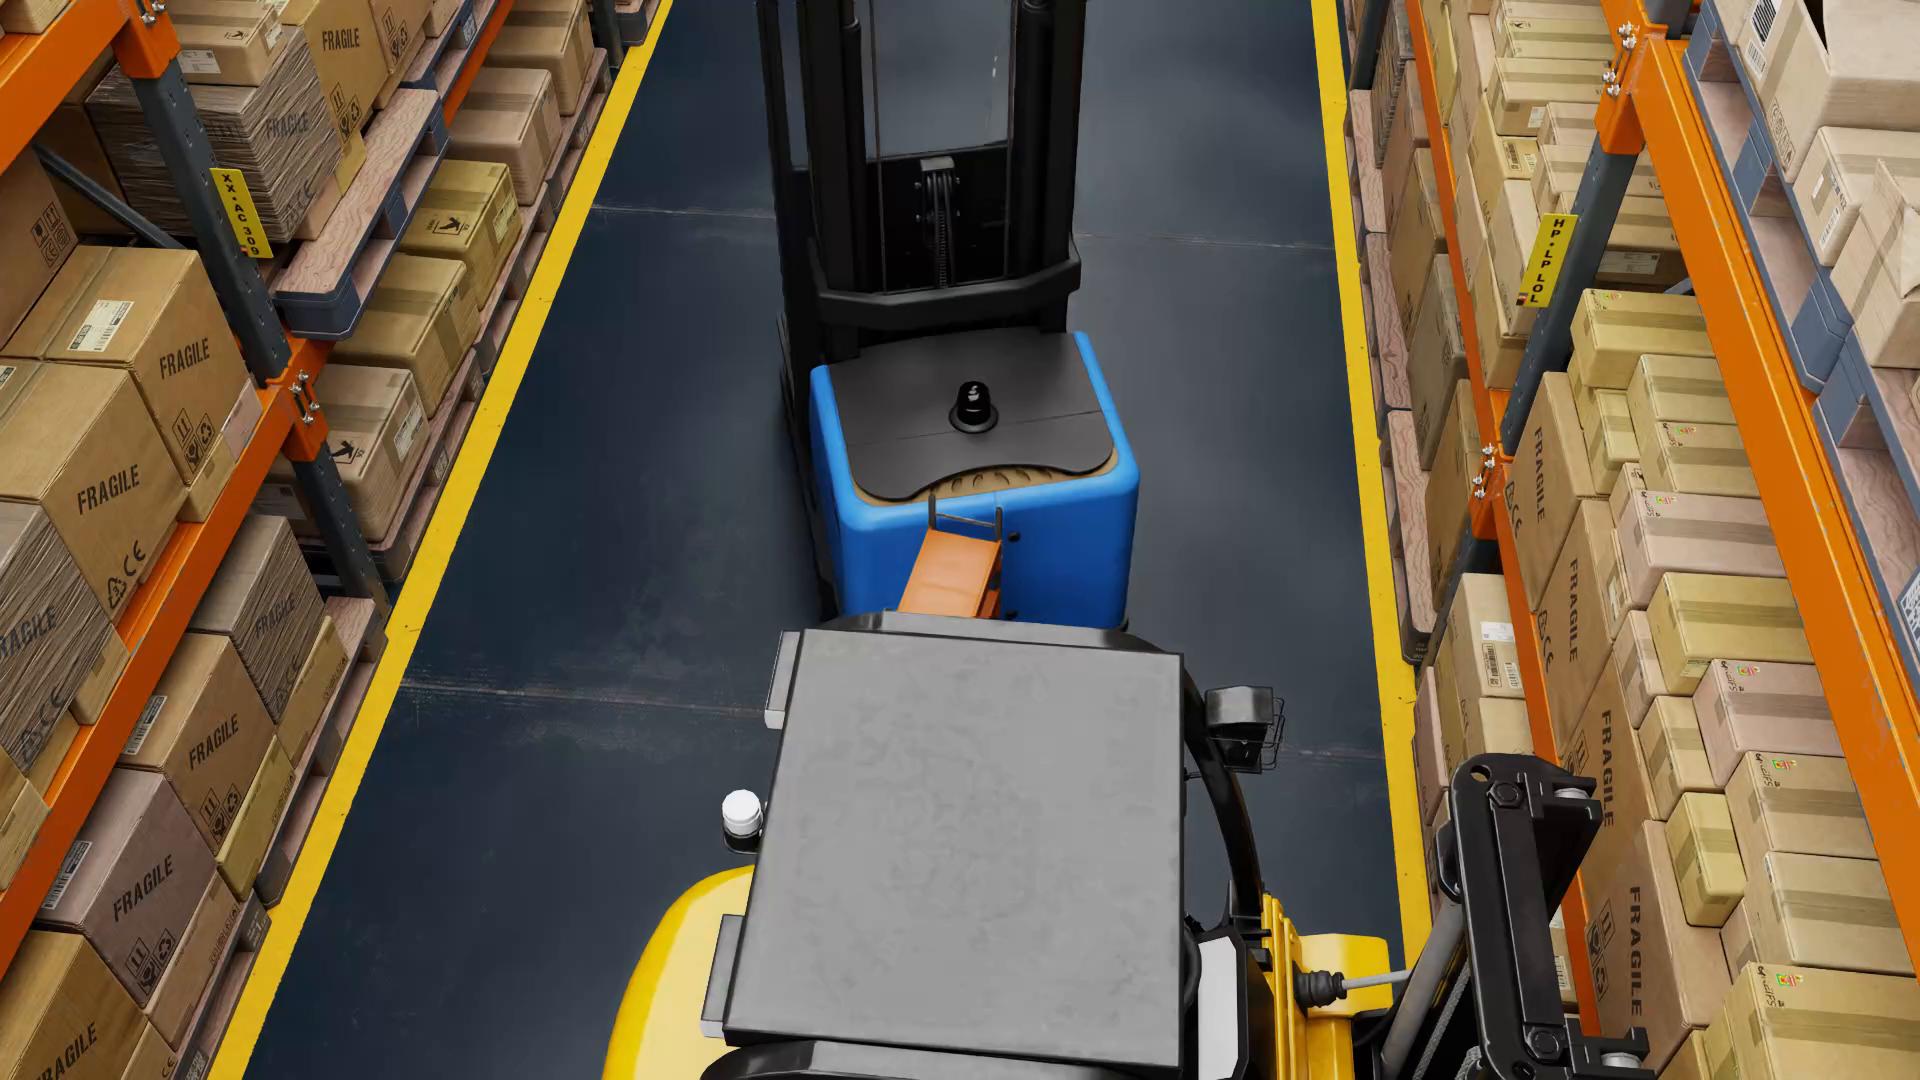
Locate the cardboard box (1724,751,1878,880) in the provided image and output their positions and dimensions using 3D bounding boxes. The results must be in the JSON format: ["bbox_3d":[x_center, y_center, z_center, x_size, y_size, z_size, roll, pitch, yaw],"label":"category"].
[{"bbox_3d":[1.846,0.598,3.487,0.380,0.149,0.250,4,48,4],"label":"cardboard box"}]

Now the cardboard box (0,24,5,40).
[{"bbox_3d":[-2.565,-1.227,4.002,0.380,0.149,0.250,4,48,4],"label":"cardboard box"}]

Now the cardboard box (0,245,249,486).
[{"bbox_3d":[-2.523,-0.522,4.951,0.500,0.500,0.500,3,48,3],"label":"cardboard box"}]

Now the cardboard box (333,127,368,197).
[{"bbox_3d":[-2.333,-1.356,5.869,0.380,0.149,0.250,5,48,4],"label":"cardboard box"}]

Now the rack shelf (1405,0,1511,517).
[{"bbox_3d":[2.396,-1.627,6.718,1.077,0.370,4.000,4,48,4],"label":"rack shelf"}]

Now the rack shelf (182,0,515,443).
[{"bbox_3d":[-2.548,-1.958,7.021,1.077,0.370,4.000,4,48,4],"label":"rack shelf"}]

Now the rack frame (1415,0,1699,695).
[{"bbox_3d":[2.214,-0.400,5.109,1.000,3.000,0.127,4,48,4],"label":"rack frame"}]

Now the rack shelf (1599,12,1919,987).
[{"bbox_3d":[2.031,0.300,2.923,1.077,0.370,4.000,4,48,4],"label":"rack shelf"}]

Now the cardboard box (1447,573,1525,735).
[{"bbox_3d":[1.857,0.383,5.294,0.500,0.250,0.500,3,48,3],"label":"cardboard box"}]

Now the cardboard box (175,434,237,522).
[{"bbox_3d":[-2.471,-0.206,5.101,0.380,0.149,0.250,5,48,4],"label":"cardboard box"}]

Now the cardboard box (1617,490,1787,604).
[{"bbox_3d":[1.815,0.030,4.007,0.380,0.149,0.250,5,48,4],"label":"cardboard box"}]

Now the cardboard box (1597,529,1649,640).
[{"bbox_3d":[1.808,0.124,4.122,0.380,0.149,0.250,5,48,4],"label":"cardboard box"}]

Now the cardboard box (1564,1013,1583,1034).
[{"bbox_3d":[1.711,1.510,4.263,0.500,0.250,0.500,3,48,3],"label":"cardboard box"}]

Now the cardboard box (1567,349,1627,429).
[{"bbox_3d":[1.923,-0.436,4.635,0.380,0.149,0.250,3,48,3],"label":"cardboard box"}]

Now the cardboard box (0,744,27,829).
[{"bbox_3d":[-2.648,0.615,3.911,0.500,0.500,0.500,3,48,3],"label":"cardboard box"}]

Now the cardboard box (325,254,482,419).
[{"bbox_3d":[-2.622,-0.900,7.062,0.950,0.372,0.625,7,48,6],"label":"cardboard box"}]

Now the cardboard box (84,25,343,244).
[{"bbox_3d":[-2.401,-1.332,5.407,0.500,0.500,0.500,5,48,4],"label":"cardboard box"}]

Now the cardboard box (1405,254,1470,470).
[{"bbox_3d":[2.328,-0.694,6.703,0.875,0.625,0.625,3,48,3],"label":"cardboard box"}]

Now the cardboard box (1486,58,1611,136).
[{"bbox_3d":[1.996,-1.488,5.597,0.380,0.149,0.250,3,48,2],"label":"cardboard box"}]

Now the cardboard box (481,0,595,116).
[{"bbox_3d":[-2.427,-2.511,8.536,0.950,0.372,0.625,1,48,1],"label":"cardboard box"}]

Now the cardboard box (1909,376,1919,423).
[{"bbox_3d":[1.931,-0.198,2.469,0.797,0.503,0.637,5,48,5],"label":"cardboard box"}]

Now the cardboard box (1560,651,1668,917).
[{"bbox_3d":[1.837,0.631,4.098,0.500,0.500,0.500,3,48,3],"label":"cardboard box"}]

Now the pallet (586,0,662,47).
[{"bbox_3d":[-2.218,-3.303,9.654,1.003,0.211,1.213,4,48,4],"label":"pallet"}]

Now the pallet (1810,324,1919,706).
[{"bbox_3d":[2.048,0.140,2.642,1.003,0.211,1.213,4,48,4],"label":"pallet"}]

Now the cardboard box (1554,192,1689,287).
[{"bbox_3d":[2.024,-0.918,5.076,0.380,0.149,0.250,5,48,5],"label":"cardboard box"}]

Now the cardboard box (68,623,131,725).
[{"bbox_3d":[-2.545,0.357,4.586,0.380,0.149,0.250,3,48,3],"label":"cardboard box"}]

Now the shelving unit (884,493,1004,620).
[{"bbox_3d":[-0.046,0.459,5.543,0.258,1.200,0.503,11,49,10],"label":"shelving unit"}]

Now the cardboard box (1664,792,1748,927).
[{"bbox_3d":[1.762,0.699,3.597,0.380,0.149,0.250,3,48,3],"label":"cardboard box"}]

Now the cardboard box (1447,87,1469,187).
[{"bbox_3d":[2.115,-1.470,6.189,0.500,0.250,0.500,4,48,4],"label":"cardboard box"}]

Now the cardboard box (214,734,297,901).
[{"bbox_3d":[-2.555,0.900,5.499,0.500,0.250,0.500,3,48,2],"label":"cardboard box"}]

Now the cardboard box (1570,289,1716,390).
[{"bbox_3d":[1.889,-0.539,4.527,0.380,0.149,0.250,5,48,4],"label":"cardboard box"}]

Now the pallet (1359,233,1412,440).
[{"bbox_3d":[2.350,-0.902,7.458,1.003,0.211,1.213,4,48,4],"label":"pallet"}]

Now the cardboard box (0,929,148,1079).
[{"bbox_3d":[-2.647,1.397,4.536,0.500,0.500,0.500,5,48,4],"label":"cardboard box"}]

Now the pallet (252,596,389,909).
[{"bbox_3d":[-2.756,0.706,5.987,1.003,0.211,1.213,4,48,4],"label":"pallet"}]

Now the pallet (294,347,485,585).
[{"bbox_3d":[-2.660,-0.362,6.964,1.003,0.211,1.213,4,48,4],"label":"pallet"}]

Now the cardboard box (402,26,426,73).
[{"bbox_3d":[-2.294,-1.937,6.400,0.380,0.149,0.250,4,48,4],"label":"cardboard box"}]

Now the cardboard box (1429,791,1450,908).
[{"bbox_3d":[1.809,1.094,5.321,0.500,0.250,0.500,3,48,3],"label":"cardboard box"}]

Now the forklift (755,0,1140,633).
[{"bbox_3d":[-0.173,-1.470,6.134,1.130,2.935,3.031,-8,48,-8],"label":"forklift"}]

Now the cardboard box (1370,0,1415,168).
[{"bbox_3d":[2.508,-2.222,8.100,0.875,0.625,0.625,5,48,5],"label":"cardboard box"}]

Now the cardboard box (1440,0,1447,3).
[{"bbox_3d":[2.182,-2.396,6.698,0.500,0.250,0.500,3,48,3],"label":"cardboard box"}]

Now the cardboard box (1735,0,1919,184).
[{"bbox_3d":[1.895,-0.963,3.299,0.500,0.311,0.500,5,48,4],"label":"cardboard box"}]

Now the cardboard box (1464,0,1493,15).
[{"bbox_3d":[2.058,-2.059,6.119,0.380,0.149,0.250,3,48,2],"label":"cardboard box"}]

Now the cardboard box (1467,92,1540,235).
[{"bbox_3d":[2.043,-1.274,5.672,0.500,0.250,0.500,3,48,3],"label":"cardboard box"}]

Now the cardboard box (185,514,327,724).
[{"bbox_3d":[-2.516,0.255,5.580,0.500,0.500,0.500,3,48,3],"label":"cardboard box"}]

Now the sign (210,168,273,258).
[{"bbox_3d":[-2.189,-0.992,5.064,0.100,0.325,0.005,4,48,4],"label":"sign"}]

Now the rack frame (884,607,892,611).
[{"bbox_3d":[-0.109,0.633,5.384,0.240,1.200,0.015,11,49,10],"label":"rack frame"}]
